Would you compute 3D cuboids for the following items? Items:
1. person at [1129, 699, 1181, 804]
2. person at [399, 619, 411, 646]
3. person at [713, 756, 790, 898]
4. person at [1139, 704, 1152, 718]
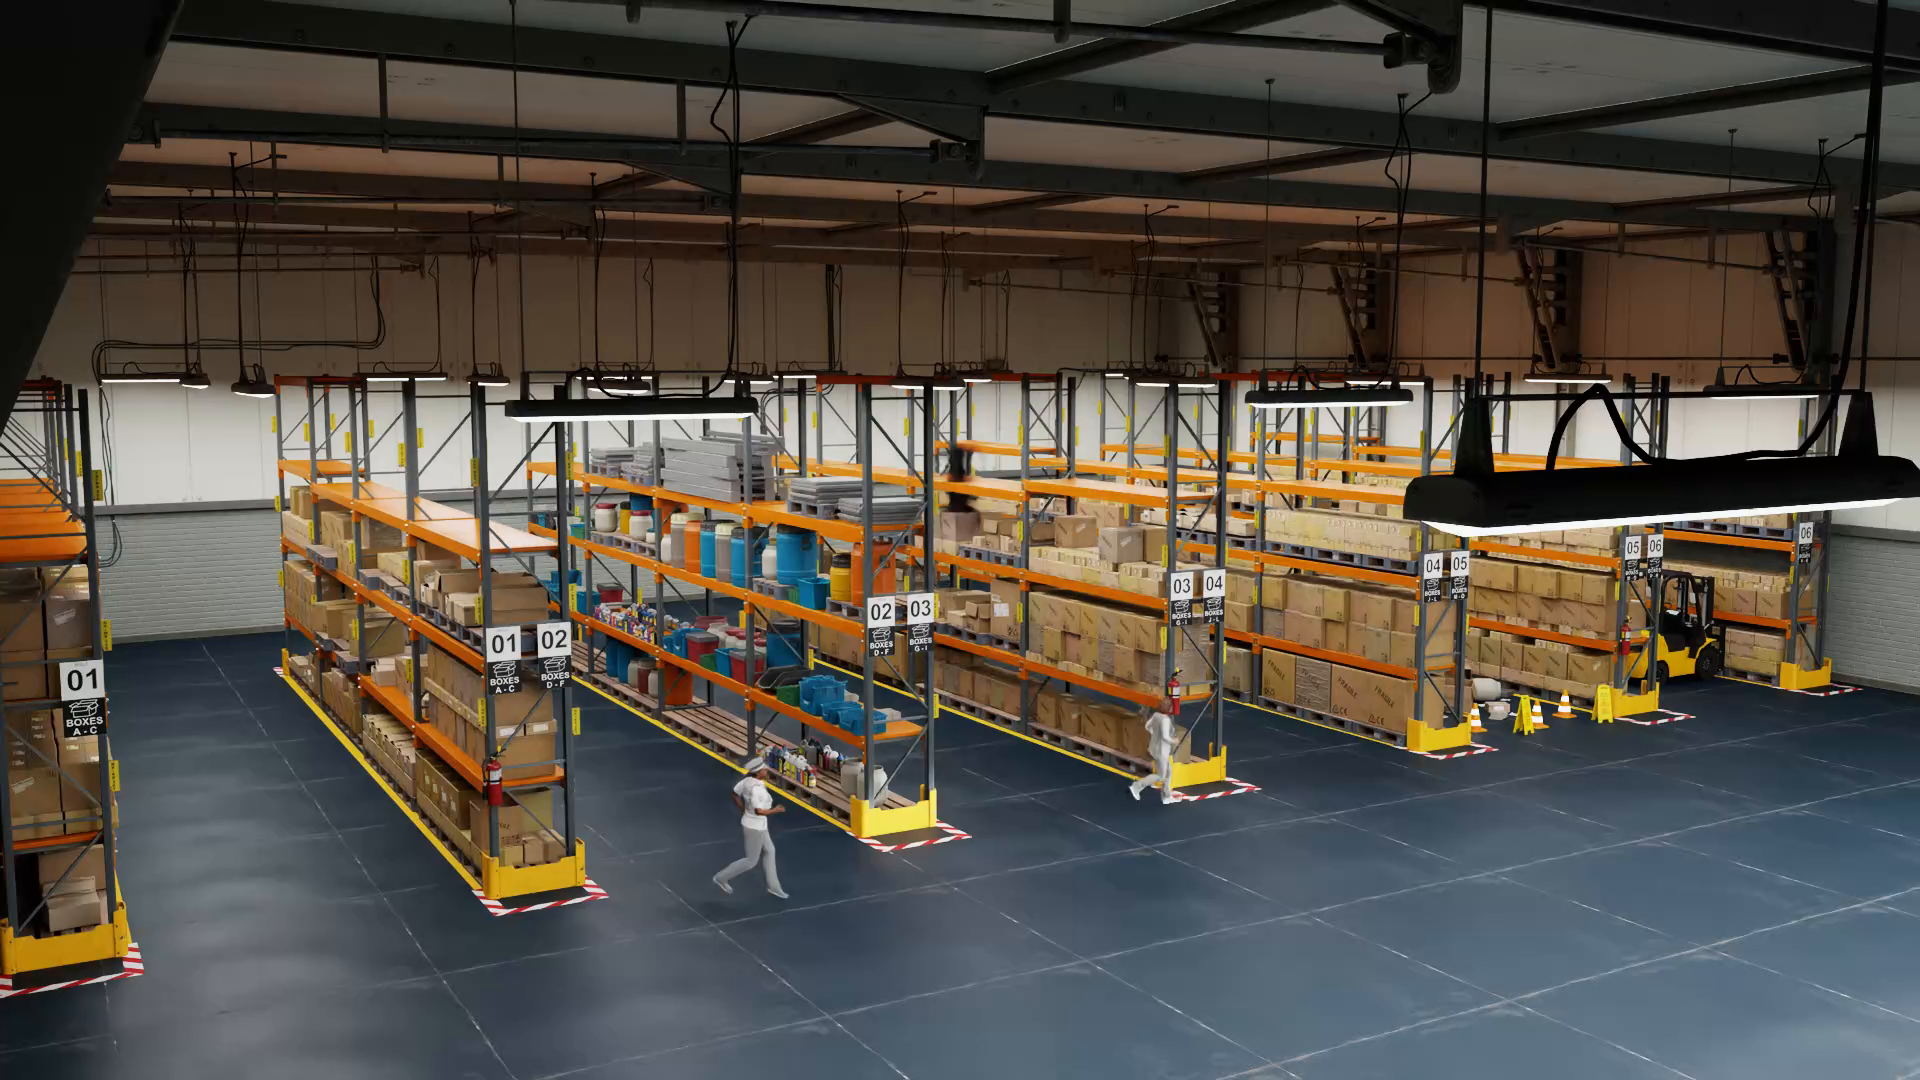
[{"bbox_3d":[2.791,3.000,23.456,0.782,1.549,0.581,-2,6,-14],"label":"person"},{"bbox_3d":[-11.541,1.804,34.863,0.918,1.452,0.704,4,7,33],"label":"person"},{"bbox_3d":[-2.447,3.394,19.417,0.904,1.732,0.573,-1,6,-13],"label":"person"},{"bbox_3d":[3.477,2.410,28.325,0.845,1.737,0.702,0,6,1],"label":"person"}]
